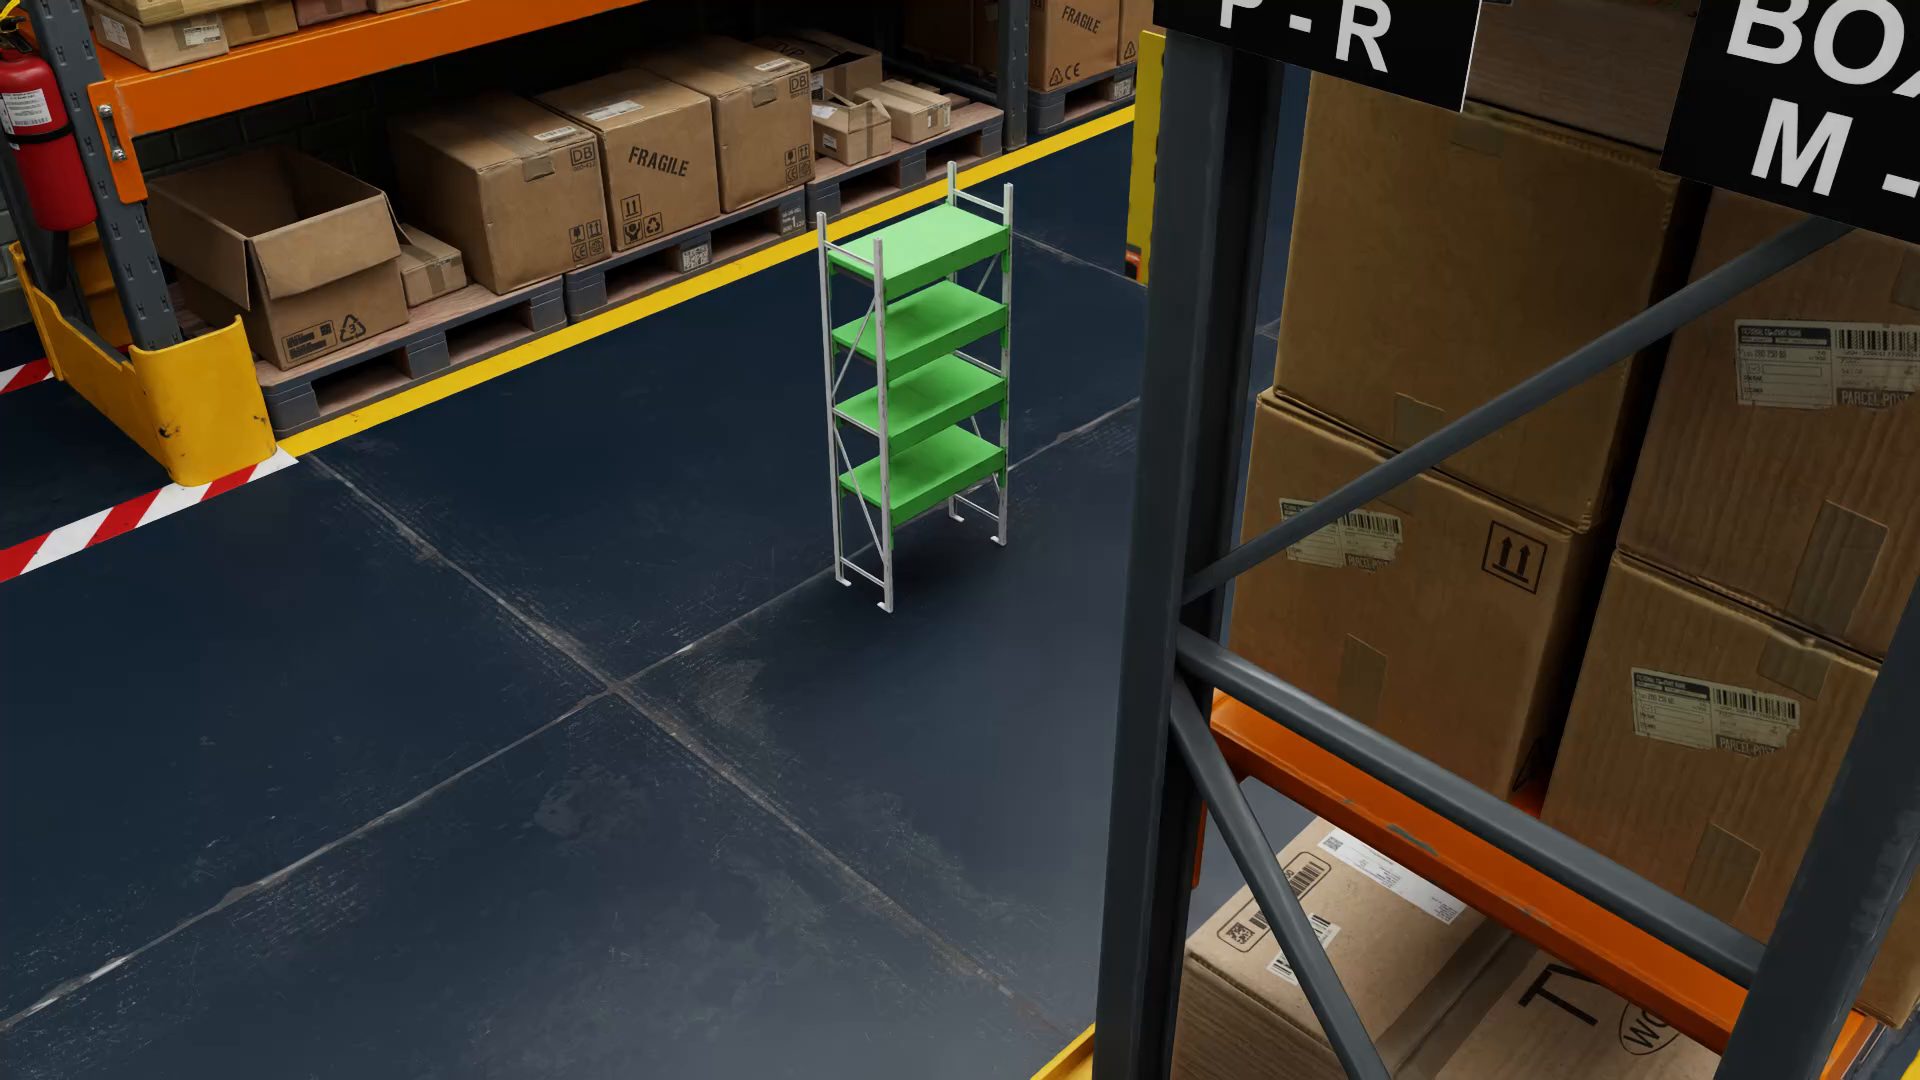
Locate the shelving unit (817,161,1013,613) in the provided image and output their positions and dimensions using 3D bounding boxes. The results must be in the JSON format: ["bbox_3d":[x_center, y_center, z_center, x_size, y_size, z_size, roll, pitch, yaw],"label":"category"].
[{"bbox_3d":[-0.117,-0.425,4.810,0.258,1.200,0.503,30,45,35],"label":"shelving unit"}]

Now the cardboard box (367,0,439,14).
[{"bbox_3d":[-1.941,-1.904,5.578,0.250,0.149,0.380,-28,44,-34],"label":"cardboard box"}]

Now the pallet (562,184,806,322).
[{"bbox_3d":[-1.422,-1.368,7.027,1.003,0.211,1.213,30,45,35],"label":"pallet"}]

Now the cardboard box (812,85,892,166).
[{"bbox_3d":[-0.513,-1.849,7.302,0.258,0.266,0.396,-28,44,-34],"label":"cardboard box"}]

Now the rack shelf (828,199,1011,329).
[{"bbox_3d":[-0.117,-0.766,4.572,0.258,0.148,0.480,30,45,35],"label":"rack shelf"}]

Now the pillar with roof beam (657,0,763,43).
[{"bbox_3d":[1.847,-4.094,3.254,9.100,9.000,0.400,30,45,35],"label":"pillar with roof beam"}]

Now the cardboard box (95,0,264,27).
[{"bbox_3d":[-2.385,-1.800,5.080,0.500,0.250,0.500,-30,45,-35],"label":"cardboard box"}]

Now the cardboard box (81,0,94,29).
[{"bbox_3d":[-2.853,-1.804,5.434,0.380,0.149,0.250,29,44,35],"label":"cardboard box"}]

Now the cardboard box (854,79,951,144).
[{"bbox_3d":[-0.262,-1.946,7.544,0.380,0.149,0.250,28,44,34],"label":"cardboard box"}]

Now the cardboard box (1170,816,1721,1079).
[{"bbox_3d":[1.023,0.905,3.202,0.875,0.438,0.875,28,44,34],"label":"cardboard box"}]

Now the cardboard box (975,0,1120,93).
[{"bbox_3d":[0.423,-2.541,8.089,0.500,0.500,0.500,-28,43,-34],"label":"cardboard box"}]

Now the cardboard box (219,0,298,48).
[{"bbox_3d":[-2.323,-1.706,5.293,0.250,0.149,0.380,-29,44,-35],"label":"cardboard box"}]

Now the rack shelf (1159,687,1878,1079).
[{"bbox_3d":[2.038,-0.182,3.517,1.077,0.370,4.000,30,45,35],"label":"rack shelf"}]

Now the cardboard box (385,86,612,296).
[{"bbox_3d":[-1.768,-1.352,6.385,0.500,0.500,0.700,-28,44,-34],"label":"cardboard box"}]

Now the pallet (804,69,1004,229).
[{"bbox_3d":[-0.562,-1.866,7.741,1.003,0.211,1.213,30,45,35],"label":"pallet"}]

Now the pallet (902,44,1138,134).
[{"bbox_3d":[0.468,-2.489,8.635,1.003,0.211,1.213,30,45,35],"label":"pallet"}]

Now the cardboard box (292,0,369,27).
[{"bbox_3d":[-2.163,-1.827,5.466,0.380,0.149,0.250,29,44,35],"label":"cardboard box"}]

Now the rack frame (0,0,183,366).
[{"bbox_3d":[-2.896,-1.664,5.014,1.000,3.000,0.127,30,45,35],"label":"rack frame"}]

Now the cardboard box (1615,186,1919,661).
[{"bbox_3d":[1.169,-0.196,1.948,0.500,0.500,0.500,28,44,34],"label":"cardboard box"}]

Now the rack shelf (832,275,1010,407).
[{"bbox_3d":[-0.117,-0.569,4.710,0.258,0.148,0.480,30,45,35],"label":"rack shelf"}]

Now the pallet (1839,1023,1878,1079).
[{"bbox_3d":[1.137,1.123,3.456,1.003,0.211,1.213,30,45,35],"label":"pallet"}]

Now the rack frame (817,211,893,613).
[{"bbox_3d":[-0.289,-0.326,4.668,0.240,1.200,0.015,30,45,35],"label":"rack frame"}]

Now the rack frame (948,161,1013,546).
[{"bbox_3d":[0.055,-0.524,4.952,0.240,1.200,0.015,30,45,35],"label":"rack frame"}]

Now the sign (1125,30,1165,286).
[{"bbox_3d":[0.254,-0.462,2.070,0.100,0.325,0.005,30,45,35],"label":"sign"}]

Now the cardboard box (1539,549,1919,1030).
[{"bbox_3d":[1.171,0.215,2.232,0.500,0.500,0.500,29,44,35],"label":"cardboard box"}]

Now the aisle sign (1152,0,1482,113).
[{"bbox_3d":[0.358,-0.827,1.541,0.394,0.787,0.004,30,45,35],"label":"aisle sign"}]

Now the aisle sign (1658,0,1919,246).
[{"bbox_3d":[0.784,-0.585,1.194,0.394,0.787,0.004,30,45,35],"label":"aisle sign"}]

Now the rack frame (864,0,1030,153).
[{"bbox_3d":[-0.078,-3.288,7.342,1.000,3.000,0.127,30,45,35],"label":"rack frame"}]

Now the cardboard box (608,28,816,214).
[{"bbox_3d":[-1.037,-1.774,6.989,0.700,0.500,0.500,28,43,34],"label":"cardboard box"}]

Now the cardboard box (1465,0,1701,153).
[{"bbox_3d":[0.740,-0.609,1.972,0.250,0.149,0.380,-29,44,-35],"label":"cardboard box"}]

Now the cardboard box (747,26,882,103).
[{"bbox_3d":[-0.711,-2.184,7.743,0.500,0.311,0.500,-28,44,-34],"label":"cardboard box"}]

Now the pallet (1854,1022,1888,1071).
[{"bbox_3d":[1.996,0.630,4.163,1.003,0.211,1.213,30,45,35],"label":"pallet"}]

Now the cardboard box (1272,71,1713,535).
[{"bbox_3d":[0.800,-0.408,2.251,0.500,0.500,0.500,-28,44,-34],"label":"cardboard box"}]

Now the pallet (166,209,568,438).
[{"bbox_3d":[-2.282,-0.875,6.321,1.003,0.211,1.213,30,45,35],"label":"pallet"}]

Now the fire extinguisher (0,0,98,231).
[{"bbox_3d":[-2.672,-1.233,4.790,0.296,0.674,0.183,30,45,35],"label":"fire extinguisher"}]

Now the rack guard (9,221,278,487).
[{"bbox_3d":[-2.843,-0.670,5.773,1.175,0.500,0.348,30,45,35],"label":"rack guard"}]

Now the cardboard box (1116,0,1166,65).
[{"bbox_3d":[0.791,-2.761,8.404,0.500,0.500,0.500,29,44,35],"label":"cardboard box"}]

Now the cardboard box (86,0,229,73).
[{"bbox_3d":[-2.470,-1.584,5.119,0.380,0.149,0.250,29,44,35],"label":"cardboard box"}]

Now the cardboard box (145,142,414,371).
[{"bbox_3d":[-2.398,-1.023,5.909,0.797,0.503,0.637,28,43,34],"label":"cardboard box"}]

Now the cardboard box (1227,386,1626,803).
[{"bbox_3d":[0.781,-0.009,2.553,0.500,0.500,0.500,-30,45,-35],"label":"cardboard box"}]

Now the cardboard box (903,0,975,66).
[{"bbox_3d":[0.058,-2.753,8.394,0.500,0.500,0.500,29,44,35],"label":"cardboard box"}]

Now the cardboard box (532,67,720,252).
[{"bbox_3d":[-1.325,-1.527,6.635,0.500,0.500,0.500,-29,44,-35],"label":"cardboard box"}]

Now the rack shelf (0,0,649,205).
[{"bbox_3d":[-1.487,-2.181,6.384,1.077,0.370,4.000,30,45,35],"label":"rack shelf"}]

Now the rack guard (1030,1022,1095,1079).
[{"bbox_3d":[0.612,1.370,2.849,1.175,0.500,0.348,30,45,35],"label":"rack guard"}]

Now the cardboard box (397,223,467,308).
[{"bbox_3d":[-2.071,-1.034,6.235,0.380,0.149,0.250,28,43,34],"label":"cardboard box"}]

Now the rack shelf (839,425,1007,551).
[{"bbox_3d":[-0.117,-0.176,4.984,0.258,0.148,0.480,30,45,35],"label":"rack shelf"}]

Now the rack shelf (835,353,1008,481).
[{"bbox_3d":[-0.117,-0.373,4.847,0.258,0.148,0.480,30,45,35],"label":"rack shelf"}]
